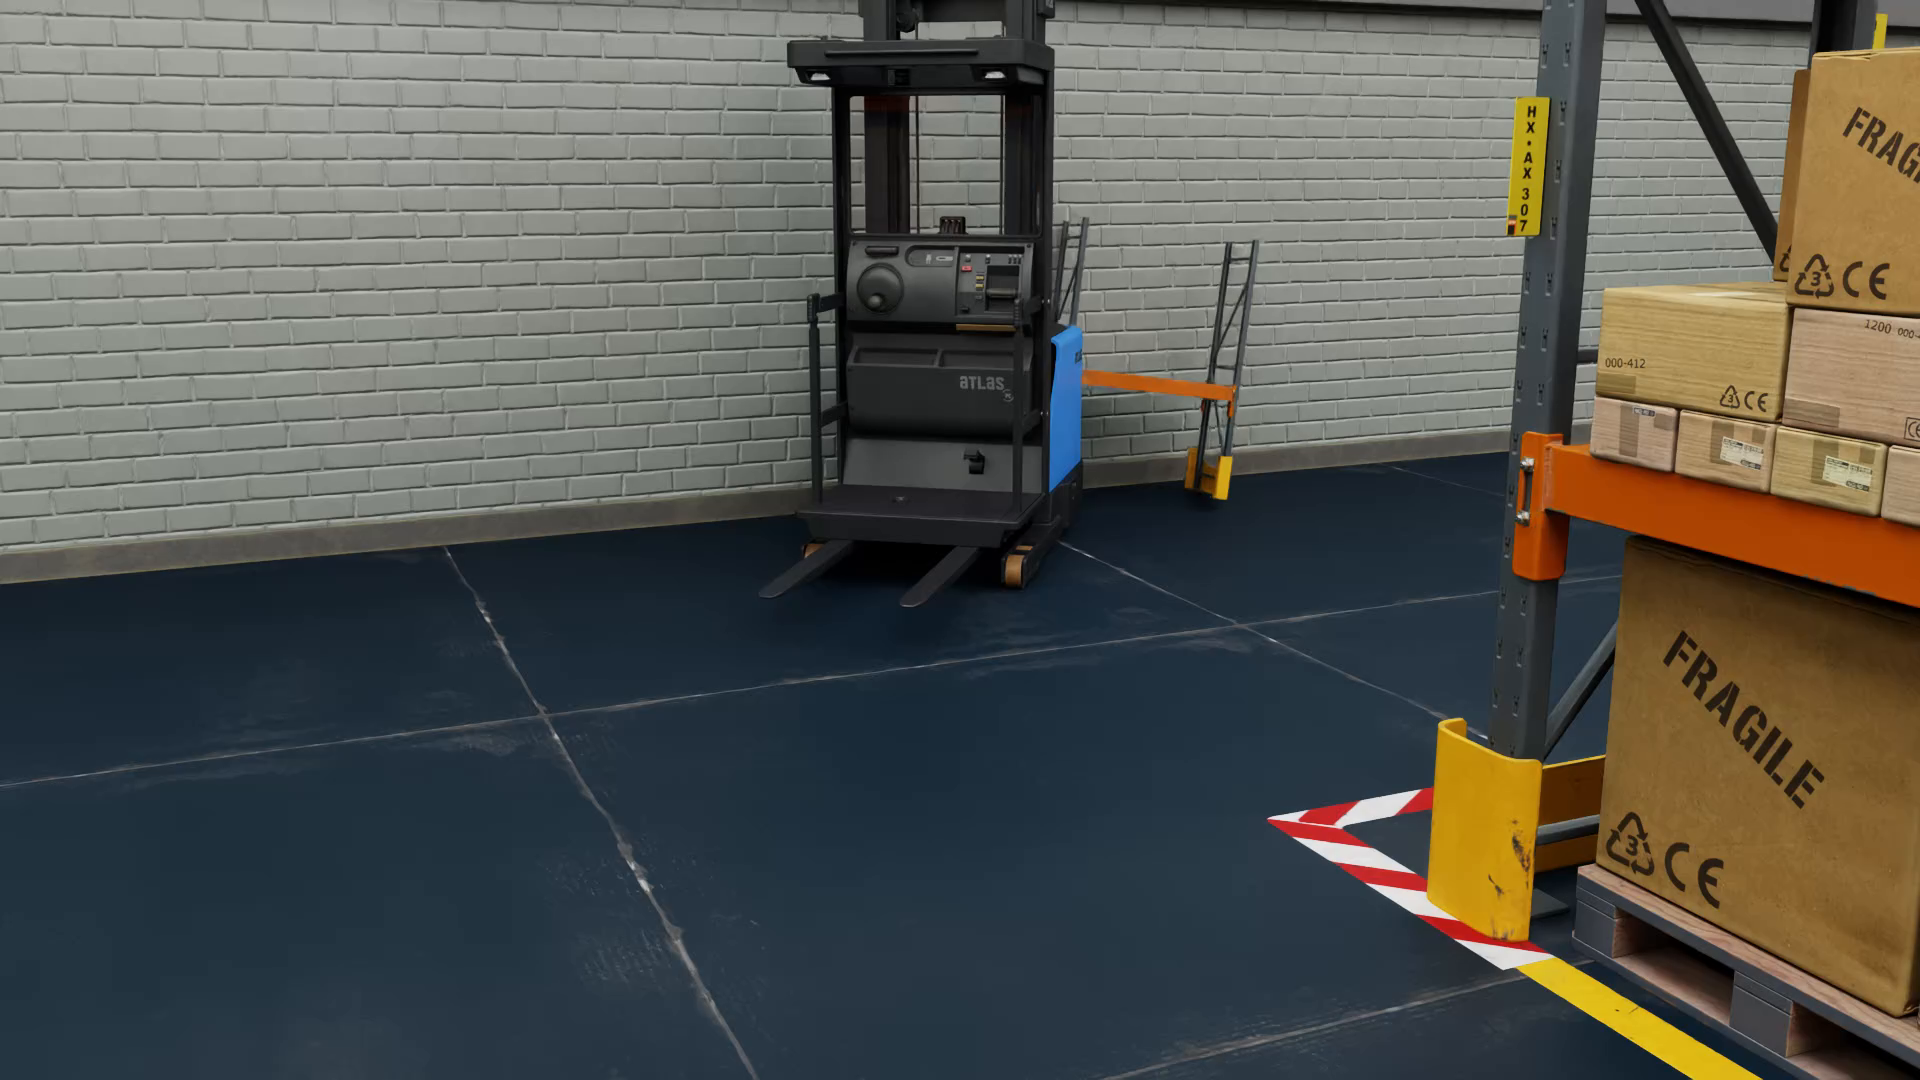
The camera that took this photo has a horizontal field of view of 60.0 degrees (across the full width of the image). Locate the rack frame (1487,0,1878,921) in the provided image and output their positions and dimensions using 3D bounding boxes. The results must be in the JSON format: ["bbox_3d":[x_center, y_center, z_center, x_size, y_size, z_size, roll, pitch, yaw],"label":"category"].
[{"bbox_3d":[1.883,-0.490,4.336,1.000,3.000,0.127,-6,14,-23],"label":"rack frame"}]

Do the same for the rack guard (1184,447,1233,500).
[{"bbox_3d":[1.481,-0.402,9.937,0.087,0.250,0.587,5,7,-11],"label":"rack guard"}]

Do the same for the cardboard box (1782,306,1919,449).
[{"bbox_3d":[2.042,-0.332,3.324,0.500,0.250,0.500,-6,14,-24],"label":"cardboard box"}]

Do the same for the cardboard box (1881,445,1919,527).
[{"bbox_3d":[2.035,-0.105,3.230,0.380,0.149,0.250,-6,14,-24],"label":"cardboard box"}]

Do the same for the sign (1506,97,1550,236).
[{"bbox_3d":[1.372,-0.902,4.018,0.100,0.325,0.005,-6,14,-23],"label":"sign"}]

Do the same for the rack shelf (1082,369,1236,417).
[{"bbox_3d":[1.055,-0.885,9.787,1.000,0.185,0.538,5,7,-11],"label":"rack shelf"}]

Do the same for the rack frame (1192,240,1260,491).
[{"bbox_3d":[1.572,-1.016,9.865,0.032,1.500,0.500,5,7,-11],"label":"rack frame"}]

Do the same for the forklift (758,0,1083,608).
[{"bbox_3d":[-0.149,-1.291,7.947,1.130,2.935,3.031,3,13,13],"label":"forklift"}]

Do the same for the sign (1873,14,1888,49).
[{"bbox_3d":[2.386,-1.216,4.378,0.100,0.325,0.005,-6,14,-23],"label":"sign"}]

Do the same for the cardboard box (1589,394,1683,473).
[{"bbox_3d":[1.723,-0.265,3.919,0.380,0.149,0.250,-5,14,-22],"label":"cardboard box"}]

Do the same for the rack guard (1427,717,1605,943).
[{"bbox_3d":[1.873,0.722,4.639,1.175,0.500,0.348,-6,14,-23],"label":"rack guard"}]

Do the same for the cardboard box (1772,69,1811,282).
[{"bbox_3d":[2.319,-0.851,3.903,0.500,0.500,0.500,-5,14,-22],"label":"cardboard box"}]

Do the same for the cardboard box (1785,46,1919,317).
[{"bbox_3d":[2.028,-0.701,3.255,0.500,0.500,0.500,-6,14,-24],"label":"cardboard box"}]

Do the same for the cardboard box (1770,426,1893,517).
[{"bbox_3d":[1.930,-0.159,3.462,0.380,0.149,0.250,-6,14,-24],"label":"cardboard box"}]

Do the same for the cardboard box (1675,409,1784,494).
[{"bbox_3d":[1.827,-0.212,3.690,0.380,0.149,0.250,-6,14,-24],"label":"cardboard box"}]

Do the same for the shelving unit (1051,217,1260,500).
[{"bbox_3d":[1.067,-1.063,9.763,1.083,1.500,0.587,5,7,-11],"label":"shelving unit"}]

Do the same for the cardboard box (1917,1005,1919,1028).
[{"bbox_3d":[2.577,0.653,3.176,0.875,0.875,0.875,-6,14,-23],"label":"cardboard box"}]

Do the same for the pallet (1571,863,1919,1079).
[{"bbox_3d":[2.275,1.026,3.967,1.003,0.211,1.213,-6,14,-23],"label":"pallet"}]

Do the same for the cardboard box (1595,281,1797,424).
[{"bbox_3d":[1.828,-0.439,3.786,0.500,0.250,0.500,-6,14,-24],"label":"cardboard box"}]

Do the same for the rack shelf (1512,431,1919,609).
[{"bbox_3d":[2.684,0.273,2.632,1.077,0.370,4.000,-6,14,-23],"label":"rack shelf"}]

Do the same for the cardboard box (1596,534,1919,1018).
[{"bbox_3d":[2.213,0.465,3.988,0.875,0.875,0.875,-6,14,-23],"label":"cardboard box"}]

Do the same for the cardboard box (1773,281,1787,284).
[{"bbox_3d":[2.320,-0.486,3.990,0.500,0.250,0.500,-6,14,-24],"label":"cardboard box"}]

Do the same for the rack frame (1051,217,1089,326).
[{"bbox_3d":[0.580,-1.108,9.665,0.032,1.500,0.500,5,7,-11],"label":"rack frame"}]
